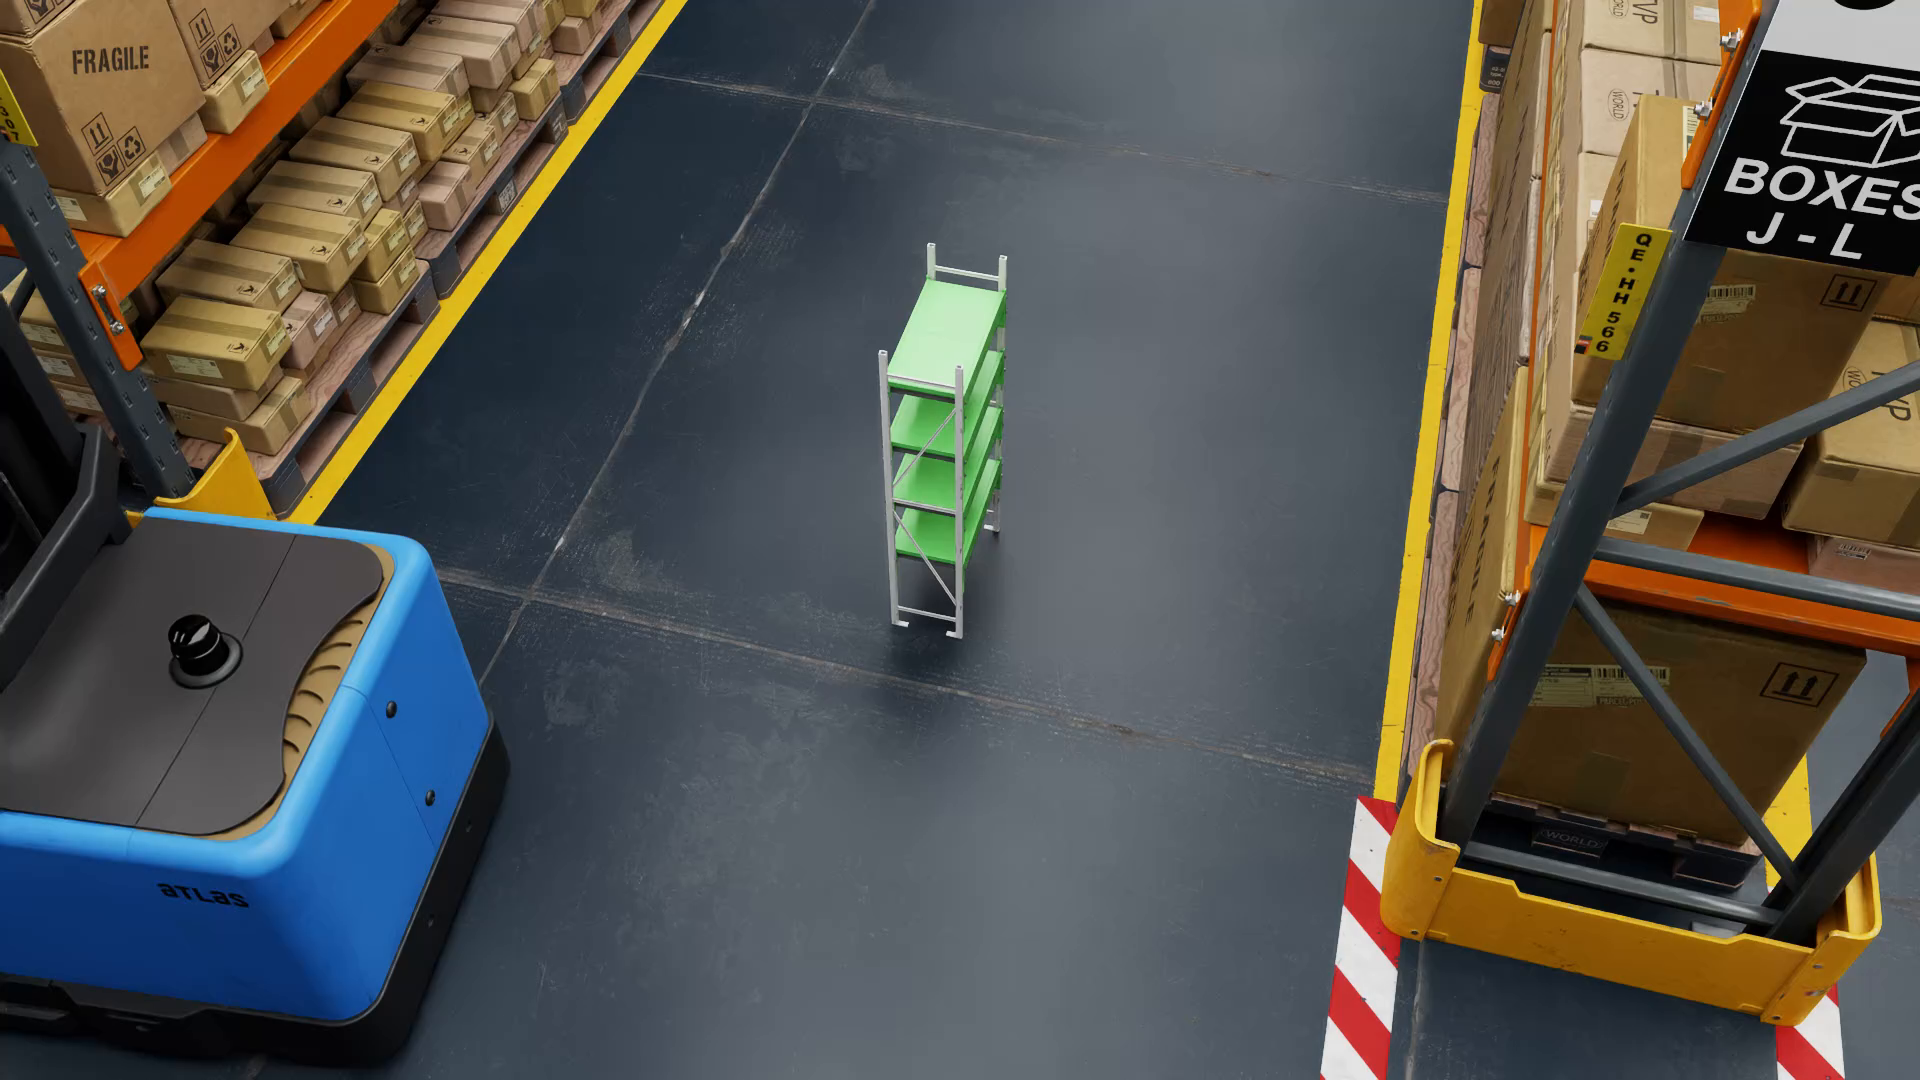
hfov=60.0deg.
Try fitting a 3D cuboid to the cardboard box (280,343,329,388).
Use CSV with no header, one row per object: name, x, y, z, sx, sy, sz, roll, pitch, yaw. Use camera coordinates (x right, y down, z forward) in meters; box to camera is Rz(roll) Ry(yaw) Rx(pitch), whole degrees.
cardboard box,-2.510,-0.669,5.961,0.380,0.149,0.250,11,50,10

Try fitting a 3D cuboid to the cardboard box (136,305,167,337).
cardboard box,-2.963,-0.862,5.933,0.380,0.149,0.250,11,49,9

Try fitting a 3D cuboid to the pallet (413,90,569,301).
pallet,-2.356,-1.544,6.972,1.003,0.211,1.213,12,50,10

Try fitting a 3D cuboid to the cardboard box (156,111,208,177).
cardboard box,-2.518,-1.231,5.003,0.380,0.149,0.250,13,50,11

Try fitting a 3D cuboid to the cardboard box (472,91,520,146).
cardboard box,-2.074,-1.766,6.929,0.380,0.149,0.250,12,50,11

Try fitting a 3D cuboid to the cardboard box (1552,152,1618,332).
cardboard box,1.817,-0.718,4.285,0.500,0.250,0.500,11,49,9

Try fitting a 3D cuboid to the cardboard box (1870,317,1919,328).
cardboard box,2.329,-0.620,4.198,0.500,0.250,0.500,11,49,10

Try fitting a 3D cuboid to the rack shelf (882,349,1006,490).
rack shelf,-0.044,-0.394,5.062,0.258,0.148,0.480,12,50,10

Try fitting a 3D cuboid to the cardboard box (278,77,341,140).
cardboard box,-2.662,-1.709,6.482,0.380,0.149,0.250,10,49,9

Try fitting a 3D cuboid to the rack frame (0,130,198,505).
rack frame,-2.947,-0.952,4.589,1.000,3.000,0.127,12,50,10

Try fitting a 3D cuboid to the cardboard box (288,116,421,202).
cardboard box,-2.267,-1.431,6.237,0.380,0.149,0.250,13,50,12

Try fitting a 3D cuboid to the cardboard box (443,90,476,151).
cardboard box,-2.193,-1.728,6.698,0.380,0.149,0.250,14,50,12

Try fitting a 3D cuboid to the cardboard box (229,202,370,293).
cardboard box,-2.335,-1.036,5.889,0.380,0.149,0.250,11,50,10

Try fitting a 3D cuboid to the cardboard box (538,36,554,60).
cardboard box,-2.011,-2.148,7.266,0.380,0.149,0.250,10,49,9

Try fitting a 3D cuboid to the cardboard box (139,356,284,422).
cardboard box,-2.561,-0.574,5.679,0.380,0.149,0.250,13,50,12

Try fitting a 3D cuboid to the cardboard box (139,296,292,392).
cardboard box,-2.481,-0.656,5.553,0.380,0.149,0.250,10,49,8

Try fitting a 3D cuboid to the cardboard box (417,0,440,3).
cardboard box,-2.380,-2.456,7.141,0.380,0.149,0.250,10,49,9

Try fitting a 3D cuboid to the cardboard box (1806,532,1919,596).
cardboard box,2.223,-0.008,3.924,0.380,0.149,0.250,12,50,10

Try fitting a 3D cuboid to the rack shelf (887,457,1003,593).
rack shelf,-0.044,-0.076,5.422,0.258,0.148,0.480,12,50,10

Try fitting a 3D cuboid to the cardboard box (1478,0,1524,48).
cardboard box,3.014,-2.696,7.266,1.225,0.875,0.875,12,50,10

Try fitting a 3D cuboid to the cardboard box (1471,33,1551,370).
cardboard box,2.377,-1.116,5.872,0.875,0.875,0.875,12,50,10

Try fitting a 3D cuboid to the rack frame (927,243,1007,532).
rack frame,0.021,-0.454,5.350,0.240,1.200,0.015,12,50,10

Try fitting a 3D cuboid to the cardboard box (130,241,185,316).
cardboard box,-2.930,-0.948,5.810,0.380,0.149,0.250,12,50,11

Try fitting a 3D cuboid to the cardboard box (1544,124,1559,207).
cardboard box,1.923,-1.066,4.858,0.380,0.149,0.250,12,50,10

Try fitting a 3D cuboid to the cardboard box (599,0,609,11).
cardboard box,-1.818,-2.518,7.593,0.380,0.149,0.250,13,50,11

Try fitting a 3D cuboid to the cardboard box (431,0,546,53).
cardboard box,-1.950,-2.168,6.888,0.380,0.149,0.250,9,49,8

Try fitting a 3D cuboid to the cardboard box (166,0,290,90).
cardboard box,-2.446,-1.746,5.025,0.500,0.500,0.500,12,50,10

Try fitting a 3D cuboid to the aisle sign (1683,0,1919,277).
aisle sign,1.503,-0.767,2.693,0.394,0.787,0.004,12,50,10

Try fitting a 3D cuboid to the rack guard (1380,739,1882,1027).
rack guard,1.805,0.945,4.583,1.175,0.500,0.348,12,50,10

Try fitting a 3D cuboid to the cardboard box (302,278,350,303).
cardboard box,-2.456,-0.956,6.016,0.380,0.149,0.250,12,50,11

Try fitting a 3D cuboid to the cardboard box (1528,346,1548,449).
cardboard box,1.654,-0.328,4.206,0.380,0.149,0.250,12,50,10

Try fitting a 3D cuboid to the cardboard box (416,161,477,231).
cardboard box,-2.154,-1.379,6.588,0.380,0.149,0.250,9,49,8

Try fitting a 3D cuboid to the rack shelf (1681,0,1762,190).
rack shelf,2.338,-2.101,4.083,1.077,0.370,4.000,12,50,10

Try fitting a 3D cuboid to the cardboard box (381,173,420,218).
cardboard box,-2.305,-1.330,6.346,0.380,0.149,0.250,9,49,8

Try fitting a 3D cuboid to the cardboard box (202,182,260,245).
cardboard box,-2.778,-1.234,6.262,0.380,0.149,0.250,11,49,10

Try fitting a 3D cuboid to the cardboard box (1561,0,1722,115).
cardboard box,2.084,-1.464,4.943,0.500,0.250,0.500,12,50,10

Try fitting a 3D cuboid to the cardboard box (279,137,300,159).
cardboard box,-2.739,-1.619,6.601,0.380,0.149,0.250,14,50,12

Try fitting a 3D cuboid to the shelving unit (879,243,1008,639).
shelving unit,-0.044,-0.277,5.194,0.258,1.200,0.503,12,50,10

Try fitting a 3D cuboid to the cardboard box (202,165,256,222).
cardboard box,-2.856,-1.335,6.152,0.380,0.149,0.250,10,49,9

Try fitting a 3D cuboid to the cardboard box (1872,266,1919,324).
cardboard box,2.330,-0.852,3.903,0.500,0.500,0.500,10,49,9

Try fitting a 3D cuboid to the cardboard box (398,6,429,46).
cardboard box,-2.476,-2.167,7.085,0.380,0.149,0.250,14,50,12

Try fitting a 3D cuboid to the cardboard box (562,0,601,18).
cardboard box,-1.783,-2.453,7.337,0.380,0.149,0.250,10,49,9

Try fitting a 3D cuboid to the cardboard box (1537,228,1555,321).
cardboard box,1.789,-0.690,4.526,0.380,0.149,0.250,12,50,11

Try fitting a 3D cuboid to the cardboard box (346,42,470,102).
cardboard box,-2.180,-1.813,6.574,0.380,0.149,0.250,12,50,10

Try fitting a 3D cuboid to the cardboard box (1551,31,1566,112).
cardboard box,2.057,-1.434,5.182,0.380,0.149,0.250,10,49,9

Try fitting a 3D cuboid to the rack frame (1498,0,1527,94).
rack frame,2.864,-2.793,6.215,1.000,3.000,0.127,12,50,10

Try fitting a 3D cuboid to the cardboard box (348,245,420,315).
cardboard box,-2.278,-1.013,6.265,0.380,0.149,0.250,12,50,10

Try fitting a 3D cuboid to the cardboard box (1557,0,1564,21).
cardboard box,2.193,-1.805,5.510,0.380,0.149,0.250,11,49,10

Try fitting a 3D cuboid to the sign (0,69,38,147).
sign,-2.423,-1.131,4.170,0.100,0.325,0.005,12,50,10

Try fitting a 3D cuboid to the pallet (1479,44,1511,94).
pallet,2.995,-2.443,7.766,1.003,0.211,1.213,12,50,10

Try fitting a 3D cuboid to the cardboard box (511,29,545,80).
cardboard box,-1.992,-2.103,7.028,0.380,0.149,0.250,13,50,11

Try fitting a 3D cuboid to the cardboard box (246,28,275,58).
cardboard box,-2.460,-1.629,5.355,0.380,0.149,0.250,14,50,12

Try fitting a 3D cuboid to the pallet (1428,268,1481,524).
pallet,2.270,-0.451,6.007,1.003,0.211,1.213,12,50,10

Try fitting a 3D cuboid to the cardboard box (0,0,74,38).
cardboard box,-2.573,-1.687,4.306,0.500,0.500,0.500,11,50,10

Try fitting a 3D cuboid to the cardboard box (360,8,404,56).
cardboard box,-2.518,-2.075,6.805,0.380,0.149,0.250,10,49,8

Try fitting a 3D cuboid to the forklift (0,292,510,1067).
forklift,-2.924,-0.071,3.858,3.031,2.935,1.130,6,49,6

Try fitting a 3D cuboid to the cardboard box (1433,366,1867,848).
cardboard box,1.903,0.185,4.723,0.875,0.875,0.875,12,50,10
